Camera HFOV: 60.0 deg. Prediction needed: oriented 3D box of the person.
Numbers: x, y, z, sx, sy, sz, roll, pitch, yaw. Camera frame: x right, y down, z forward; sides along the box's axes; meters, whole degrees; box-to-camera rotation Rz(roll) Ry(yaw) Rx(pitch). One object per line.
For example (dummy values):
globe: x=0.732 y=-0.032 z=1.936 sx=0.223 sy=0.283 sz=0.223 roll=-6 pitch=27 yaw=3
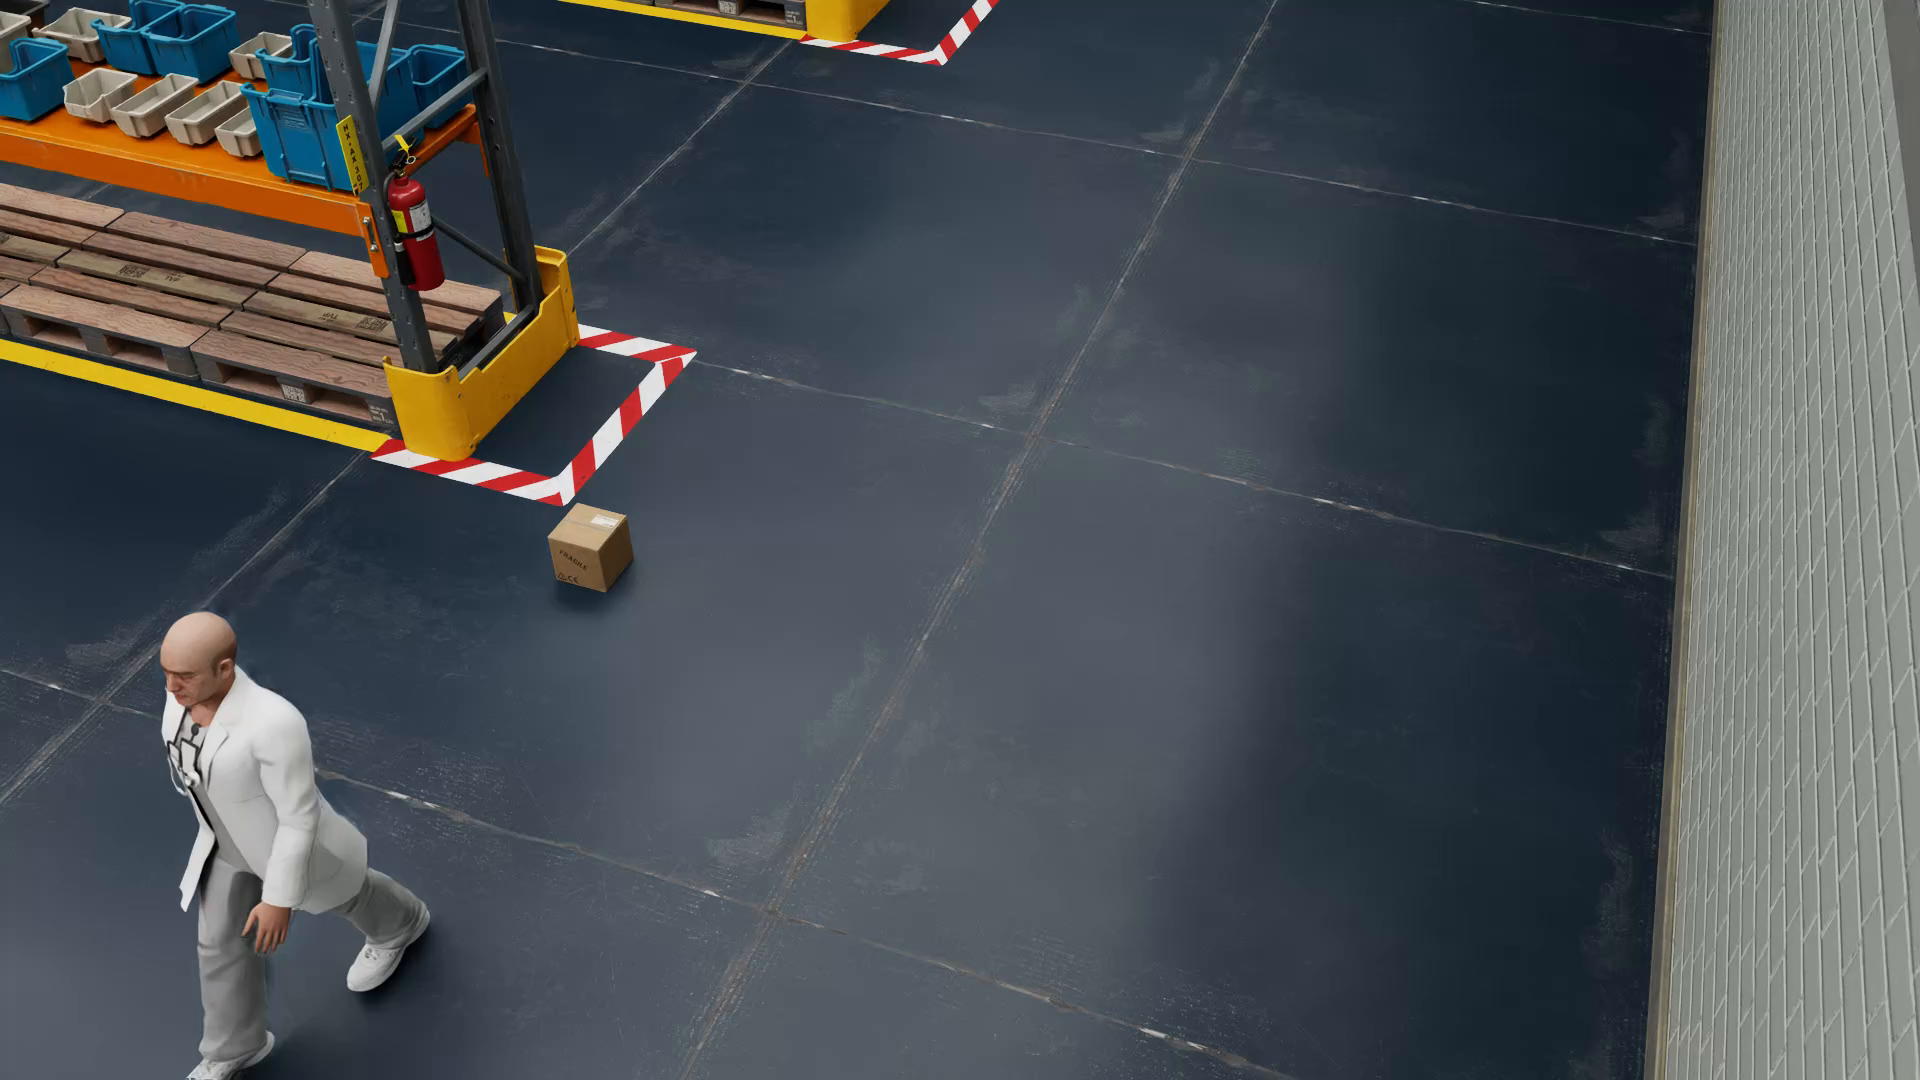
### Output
person: x=-2.157 y=0.960 z=5.040 sx=0.616 sy=1.748 sz=0.990 roll=18 pitch=44 yaw=20
